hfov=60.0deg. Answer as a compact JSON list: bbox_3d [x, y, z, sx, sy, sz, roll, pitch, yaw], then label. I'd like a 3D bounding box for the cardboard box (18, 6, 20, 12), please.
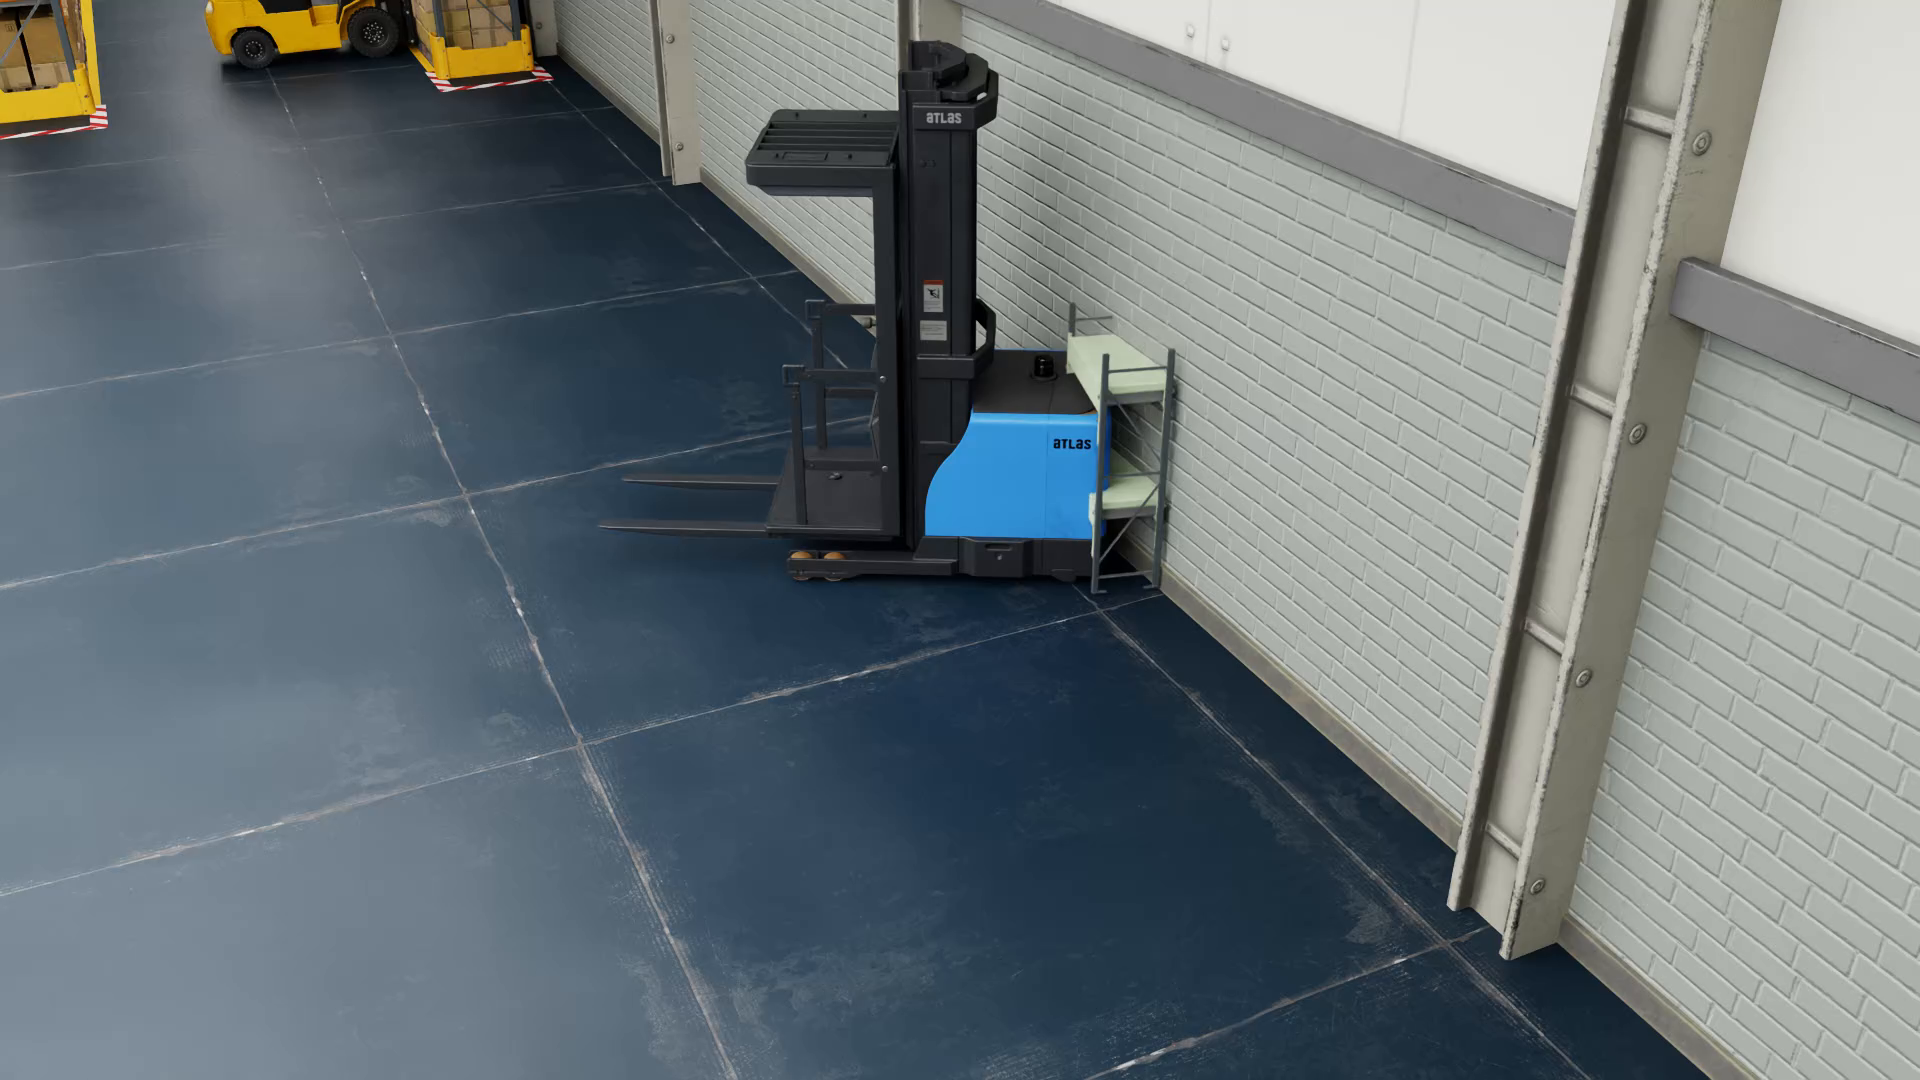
[{"bbox_3d":[-11.369,-6.119,19.684,0.500,0.500,0.500,-14,32,-23],"label":"cardboard box"}]

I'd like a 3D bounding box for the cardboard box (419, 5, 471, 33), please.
[{"bbox_3d":[-6.362,-6.450,20.530,0.500,0.250,0.500,-14,32,-23],"label":"cardboard box"}]

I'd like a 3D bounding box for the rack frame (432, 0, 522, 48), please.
[{"bbox_3d":[-5.870,-7.099,19.816,1.000,3.000,0.127,-13,32,-22],"label":"rack frame"}]

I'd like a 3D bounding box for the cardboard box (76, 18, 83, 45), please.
[{"bbox_3d":[-11.335,-6.368,20.894,0.500,0.250,0.500,-14,32,-23],"label":"cardboard box"}]

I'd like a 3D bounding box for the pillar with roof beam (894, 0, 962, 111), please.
[{"bbox_3d":[-4.092,-4.008,8.169,9.100,9.000,0.400,-13,32,-22],"label":"pillar with roof beam"}]

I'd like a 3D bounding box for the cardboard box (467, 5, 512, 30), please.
[{"bbox_3d":[-5.885,-6.552,20.712,0.500,0.250,0.500,-12,32,-21],"label":"cardboard box"}]

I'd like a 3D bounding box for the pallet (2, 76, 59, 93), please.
[{"bbox_3d":[-10.701,-5.239,19.349,1.003,0.211,1.213,-13,32,-22],"label":"pallet"}]

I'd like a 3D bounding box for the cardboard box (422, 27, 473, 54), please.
[{"bbox_3d":[-6.357,-6.224,20.638,0.500,0.250,0.500,-13,32,-22],"label":"cardboard box"}]

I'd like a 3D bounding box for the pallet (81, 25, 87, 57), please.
[{"bbox_3d":[-11.749,-6.317,21.272,1.003,0.211,1.213,-13,32,-22],"label":"pallet"}]

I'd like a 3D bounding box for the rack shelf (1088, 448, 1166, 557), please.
[{"bbox_3d":[0.890,-0.257,9.750,0.431,0.370,0.720,-5,31,-9],"label":"rack shelf"}]

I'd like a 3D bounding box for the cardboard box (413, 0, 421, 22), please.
[{"bbox_3d":[-6.567,-6.674,20.929,0.500,0.250,0.500,-13,32,-22],"label":"cardboard box"}]

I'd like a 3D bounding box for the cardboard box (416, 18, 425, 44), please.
[{"bbox_3d":[-6.562,-6.446,21.033,0.500,0.250,0.500,-13,32,-22],"label":"cardboard box"}]

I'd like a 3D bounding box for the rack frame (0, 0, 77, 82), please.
[{"bbox_3d":[-10.352,-6.055,17.954,1.000,3.000,0.127,-13,32,-22],"label":"rack frame"}]

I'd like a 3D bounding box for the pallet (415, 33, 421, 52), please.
[{"bbox_3d":[-6.756,-6.750,22.044,1.003,0.211,1.213,-13,32,-22],"label":"pallet"}]

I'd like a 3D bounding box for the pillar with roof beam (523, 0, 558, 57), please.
[{"bbox_3d":[-9.243,-9.309,17.623,9.100,9.000,0.400,-13,32,-22],"label":"pillar with roof beam"}]

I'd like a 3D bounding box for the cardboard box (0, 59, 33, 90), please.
[{"bbox_3d":[-10.952,-5.350,19.079,0.500,0.250,0.500,-13,32,-22],"label":"cardboard box"}]

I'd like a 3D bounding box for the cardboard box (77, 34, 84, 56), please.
[{"bbox_3d":[-10.906,-5.919,20.093,0.500,0.250,0.500,-11,31,-19],"label":"cardboard box"}]

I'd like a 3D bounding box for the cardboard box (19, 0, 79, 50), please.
[{"bbox_3d":[-10.688,-6.021,19.508,0.500,0.500,0.500,-14,32,-24],"label":"cardboard box"}]

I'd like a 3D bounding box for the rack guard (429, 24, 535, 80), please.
[{"bbox_3d":[-5.860,-5.998,20.408,1.175,0.500,0.348,-13,32,-22],"label":"rack guard"}]

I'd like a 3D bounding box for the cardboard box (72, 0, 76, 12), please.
[{"bbox_3d":[-11.573,-6.928,21.126,0.500,0.500,0.500,-14,32,-23],"label":"cardboard box"}]

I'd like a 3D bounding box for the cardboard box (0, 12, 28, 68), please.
[{"bbox_3d":[-10.931,-5.665,18.874,0.500,0.500,0.500,-13,32,-22],"label":"cardboard box"}]

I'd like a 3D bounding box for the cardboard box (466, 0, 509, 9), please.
[{"bbox_3d":[-5.906,-6.771,20.591,0.500,0.250,0.500,-14,32,-23],"label":"cardboard box"}]

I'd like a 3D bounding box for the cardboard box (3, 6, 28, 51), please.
[{"bbox_3d":[-11.158,-5.895,19.284,0.500,0.500,0.500,-12,31,-20],"label":"cardboard box"}]

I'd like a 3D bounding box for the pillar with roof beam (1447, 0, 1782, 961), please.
[{"bbox_3d":[-1.516,-1.357,3.443,9.100,9.000,0.400,-13,32,-22],"label":"pillar with roof beam"}]

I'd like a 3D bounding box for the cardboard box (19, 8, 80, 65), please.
[{"bbox_3d":[-10.459,-5.791,19.098,0.500,0.500,0.500,-14,32,-24],"label":"cardboard box"}]

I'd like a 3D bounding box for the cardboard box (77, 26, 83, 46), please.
[{"bbox_3d":[-11.121,-6.142,20.492,0.500,0.250,0.500,-13,32,-21],"label":"cardboard box"}]

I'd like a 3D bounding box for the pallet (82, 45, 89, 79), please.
[{"bbox_3d":[-11.221,-5.777,20.309,1.003,0.211,1.213,-13,32,-22],"label":"pallet"}]

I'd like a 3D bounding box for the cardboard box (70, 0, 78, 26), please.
[{"bbox_3d":[-11.133,-6.479,20.325,0.500,0.500,0.500,-11,31,-19],"label":"cardboard box"}]

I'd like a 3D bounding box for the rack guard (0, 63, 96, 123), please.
[{"bbox_3d":[-10.384,-4.998,18.626,1.175,0.500,0.348,-13,32,-22],"label":"rack guard"}]

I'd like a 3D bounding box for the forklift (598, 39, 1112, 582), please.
[{"bbox_3d":[-0.629,-1.293,9.532,3.031,2.935,1.130,1,29,2],"label":"forklift"}]

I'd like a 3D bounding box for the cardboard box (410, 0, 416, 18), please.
[{"bbox_3d":[-6.808,-6.898,21.328,0.500,0.250,0.500,-14,32,-23],"label":"cardboard box"}]

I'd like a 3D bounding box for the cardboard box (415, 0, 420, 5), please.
[{"bbox_3d":[-6.574,-6.881,20.787,0.500,0.250,0.500,-12,32,-21],"label":"cardboard box"}]

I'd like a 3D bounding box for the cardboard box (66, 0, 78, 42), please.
[{"bbox_3d":[-10.895,-6.244,19.907,0.500,0.500,0.500,-12,32,-21],"label":"cardboard box"}]

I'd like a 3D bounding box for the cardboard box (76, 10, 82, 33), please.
[{"bbox_3d":[-11.572,-6.601,21.310,0.500,0.250,0.500,-12,31,-20],"label":"cardboard box"}]

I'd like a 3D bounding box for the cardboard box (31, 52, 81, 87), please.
[{"bbox_3d":[-10.448,-5.453,19.263,0.500,0.250,0.500,-13,32,-22],"label":"cardboard box"}]

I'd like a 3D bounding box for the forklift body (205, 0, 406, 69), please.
[{"bbox_3d":[-8.332,-7.183,20.834,2.313,2.155,1.214,-13,32,-22],"label":"forklift body"}]

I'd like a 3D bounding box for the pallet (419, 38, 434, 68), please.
[{"bbox_3d":[-6.237,-6.212,21.085,1.003,0.211,1.213,-13,32,-22],"label":"pallet"}]

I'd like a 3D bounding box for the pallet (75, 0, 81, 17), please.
[{"bbox_3d":[-12.932,-7.489,23.363,1.003,0.211,1.213,-13,32,-22],"label":"pallet"}]

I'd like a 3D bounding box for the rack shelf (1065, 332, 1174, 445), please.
[{"bbox_3d":[0.891,-0.877,9.391,0.431,0.370,0.720,-5,31,-9],"label":"rack shelf"}]

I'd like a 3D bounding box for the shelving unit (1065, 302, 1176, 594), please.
[{"bbox_3d":[0.890,-0.539,9.587,0.431,1.500,0.755,-5,31,-9],"label":"shelving unit"}]

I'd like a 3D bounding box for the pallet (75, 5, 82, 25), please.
[{"bbox_3d":[-12.405,-6.949,22.400,1.003,0.211,1.213,-13,32,-22],"label":"pallet"}]

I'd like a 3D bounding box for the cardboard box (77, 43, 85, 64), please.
[{"bbox_3d":[-10.661,-5.680,19.668,0.500,0.250,0.500,-12,31,-20],"label":"cardboard box"}]

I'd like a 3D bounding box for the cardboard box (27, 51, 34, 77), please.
[{"bbox_3d":[-11.157,-5.570,19.471,0.500,0.250,0.500,-13,32,-22],"label":"cardboard box"}]

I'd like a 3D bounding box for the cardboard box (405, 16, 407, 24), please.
[{"bbox_3d":[-7.012,-6.893,21.831,0.500,0.250,0.500,-12,31,-20],"label":"cardboard box"}]

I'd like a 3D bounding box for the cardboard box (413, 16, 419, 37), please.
[{"bbox_3d":[-6.769,-6.669,21.430,0.500,0.250,0.500,-13,32,-21],"label":"cardboard box"}]

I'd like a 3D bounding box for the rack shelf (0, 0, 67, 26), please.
[{"bbox_3d":[-11.210,-6.625,19.706,1.077,0.370,4.000,-13,32,-22],"label":"rack shelf"}]

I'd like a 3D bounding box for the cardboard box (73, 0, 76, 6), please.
[{"bbox_3d":[-12.608,-7.407,22.623,0.950,0.372,0.625,-11,31,-19],"label":"cardboard box"}]

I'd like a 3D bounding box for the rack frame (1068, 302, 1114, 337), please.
[{"bbox_3d":[0.823,-0.720,9.898,0.400,1.500,0.023,-5,31,-9],"label":"rack frame"}]

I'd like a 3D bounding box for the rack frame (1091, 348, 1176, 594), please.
[{"bbox_3d":[0.958,-0.359,9.276,0.400,1.500,0.023,-5,31,-9],"label":"rack frame"}]

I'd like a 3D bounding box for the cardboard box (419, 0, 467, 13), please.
[{"bbox_3d":[-6.350,-6.657,20.387,0.500,0.250,0.500,-12,31,-20],"label":"cardboard box"}]

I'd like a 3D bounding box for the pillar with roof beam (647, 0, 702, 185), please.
[{"bbox_3d":[-6.668,-6.658,12.896,9.100,9.000,0.400,-13,32,-22],"label":"pillar with roof beam"}]

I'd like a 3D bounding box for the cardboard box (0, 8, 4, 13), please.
[{"bbox_3d":[-11.150,-6.096,18.980,0.380,0.149,0.250,-12,31,-21],"label":"cardboard box"}]

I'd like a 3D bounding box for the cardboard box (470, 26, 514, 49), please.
[{"bbox_3d":[-5.905,-6.341,20.846,0.500,0.250,0.500,-13,32,-22],"label":"cardboard box"}]

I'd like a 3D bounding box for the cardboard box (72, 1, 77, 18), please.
[{"bbox_3d":[-11.353,-6.704,20.726,0.500,0.500,0.500,-12,32,-21],"label":"cardboard box"}]
